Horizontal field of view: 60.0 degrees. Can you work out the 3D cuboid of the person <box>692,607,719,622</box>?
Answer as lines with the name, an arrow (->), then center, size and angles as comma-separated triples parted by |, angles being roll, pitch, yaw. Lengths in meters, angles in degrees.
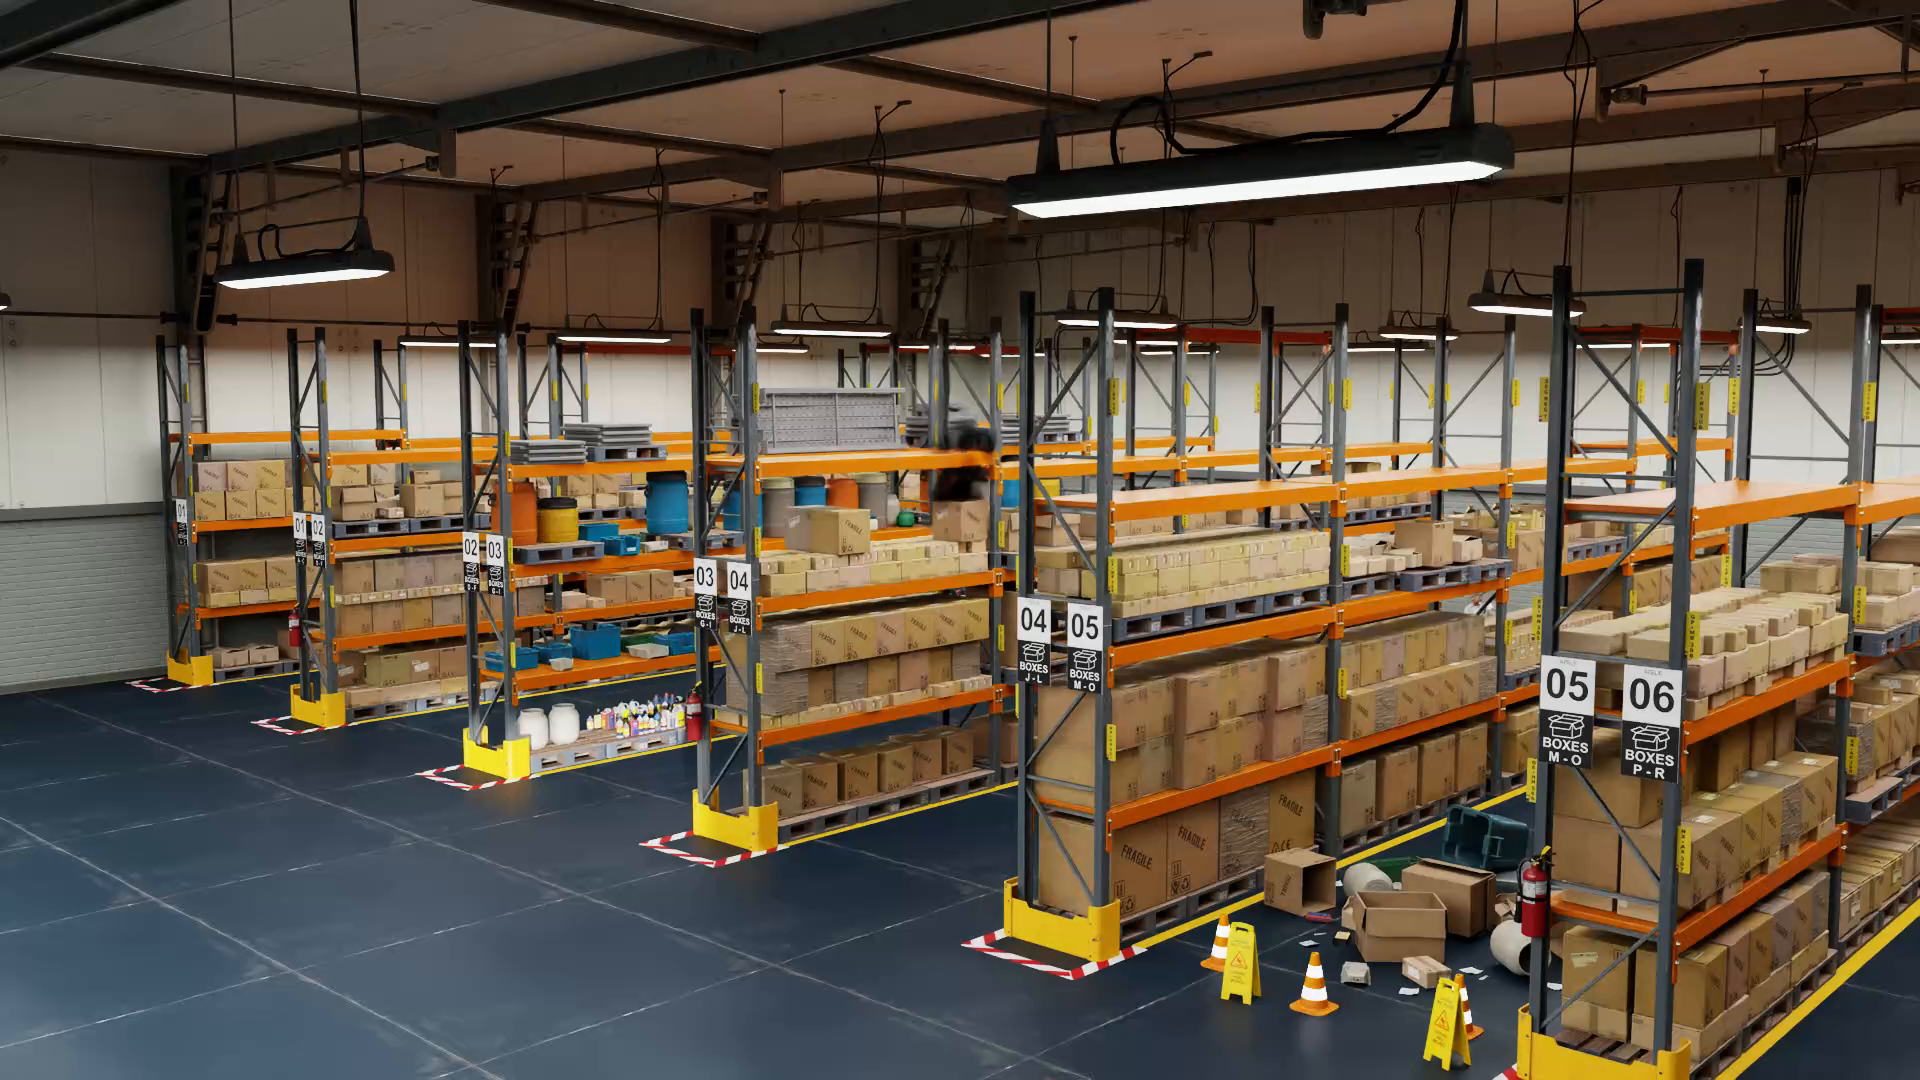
person -> -5.178, 1.153, 34.057 | 0.593, 1.706, 0.809 | 3, 6, 30

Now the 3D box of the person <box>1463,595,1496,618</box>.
person -> 8.929, 1.676, 28.604 | 0.626, 1.642, 0.837 | 4, 7, 39
